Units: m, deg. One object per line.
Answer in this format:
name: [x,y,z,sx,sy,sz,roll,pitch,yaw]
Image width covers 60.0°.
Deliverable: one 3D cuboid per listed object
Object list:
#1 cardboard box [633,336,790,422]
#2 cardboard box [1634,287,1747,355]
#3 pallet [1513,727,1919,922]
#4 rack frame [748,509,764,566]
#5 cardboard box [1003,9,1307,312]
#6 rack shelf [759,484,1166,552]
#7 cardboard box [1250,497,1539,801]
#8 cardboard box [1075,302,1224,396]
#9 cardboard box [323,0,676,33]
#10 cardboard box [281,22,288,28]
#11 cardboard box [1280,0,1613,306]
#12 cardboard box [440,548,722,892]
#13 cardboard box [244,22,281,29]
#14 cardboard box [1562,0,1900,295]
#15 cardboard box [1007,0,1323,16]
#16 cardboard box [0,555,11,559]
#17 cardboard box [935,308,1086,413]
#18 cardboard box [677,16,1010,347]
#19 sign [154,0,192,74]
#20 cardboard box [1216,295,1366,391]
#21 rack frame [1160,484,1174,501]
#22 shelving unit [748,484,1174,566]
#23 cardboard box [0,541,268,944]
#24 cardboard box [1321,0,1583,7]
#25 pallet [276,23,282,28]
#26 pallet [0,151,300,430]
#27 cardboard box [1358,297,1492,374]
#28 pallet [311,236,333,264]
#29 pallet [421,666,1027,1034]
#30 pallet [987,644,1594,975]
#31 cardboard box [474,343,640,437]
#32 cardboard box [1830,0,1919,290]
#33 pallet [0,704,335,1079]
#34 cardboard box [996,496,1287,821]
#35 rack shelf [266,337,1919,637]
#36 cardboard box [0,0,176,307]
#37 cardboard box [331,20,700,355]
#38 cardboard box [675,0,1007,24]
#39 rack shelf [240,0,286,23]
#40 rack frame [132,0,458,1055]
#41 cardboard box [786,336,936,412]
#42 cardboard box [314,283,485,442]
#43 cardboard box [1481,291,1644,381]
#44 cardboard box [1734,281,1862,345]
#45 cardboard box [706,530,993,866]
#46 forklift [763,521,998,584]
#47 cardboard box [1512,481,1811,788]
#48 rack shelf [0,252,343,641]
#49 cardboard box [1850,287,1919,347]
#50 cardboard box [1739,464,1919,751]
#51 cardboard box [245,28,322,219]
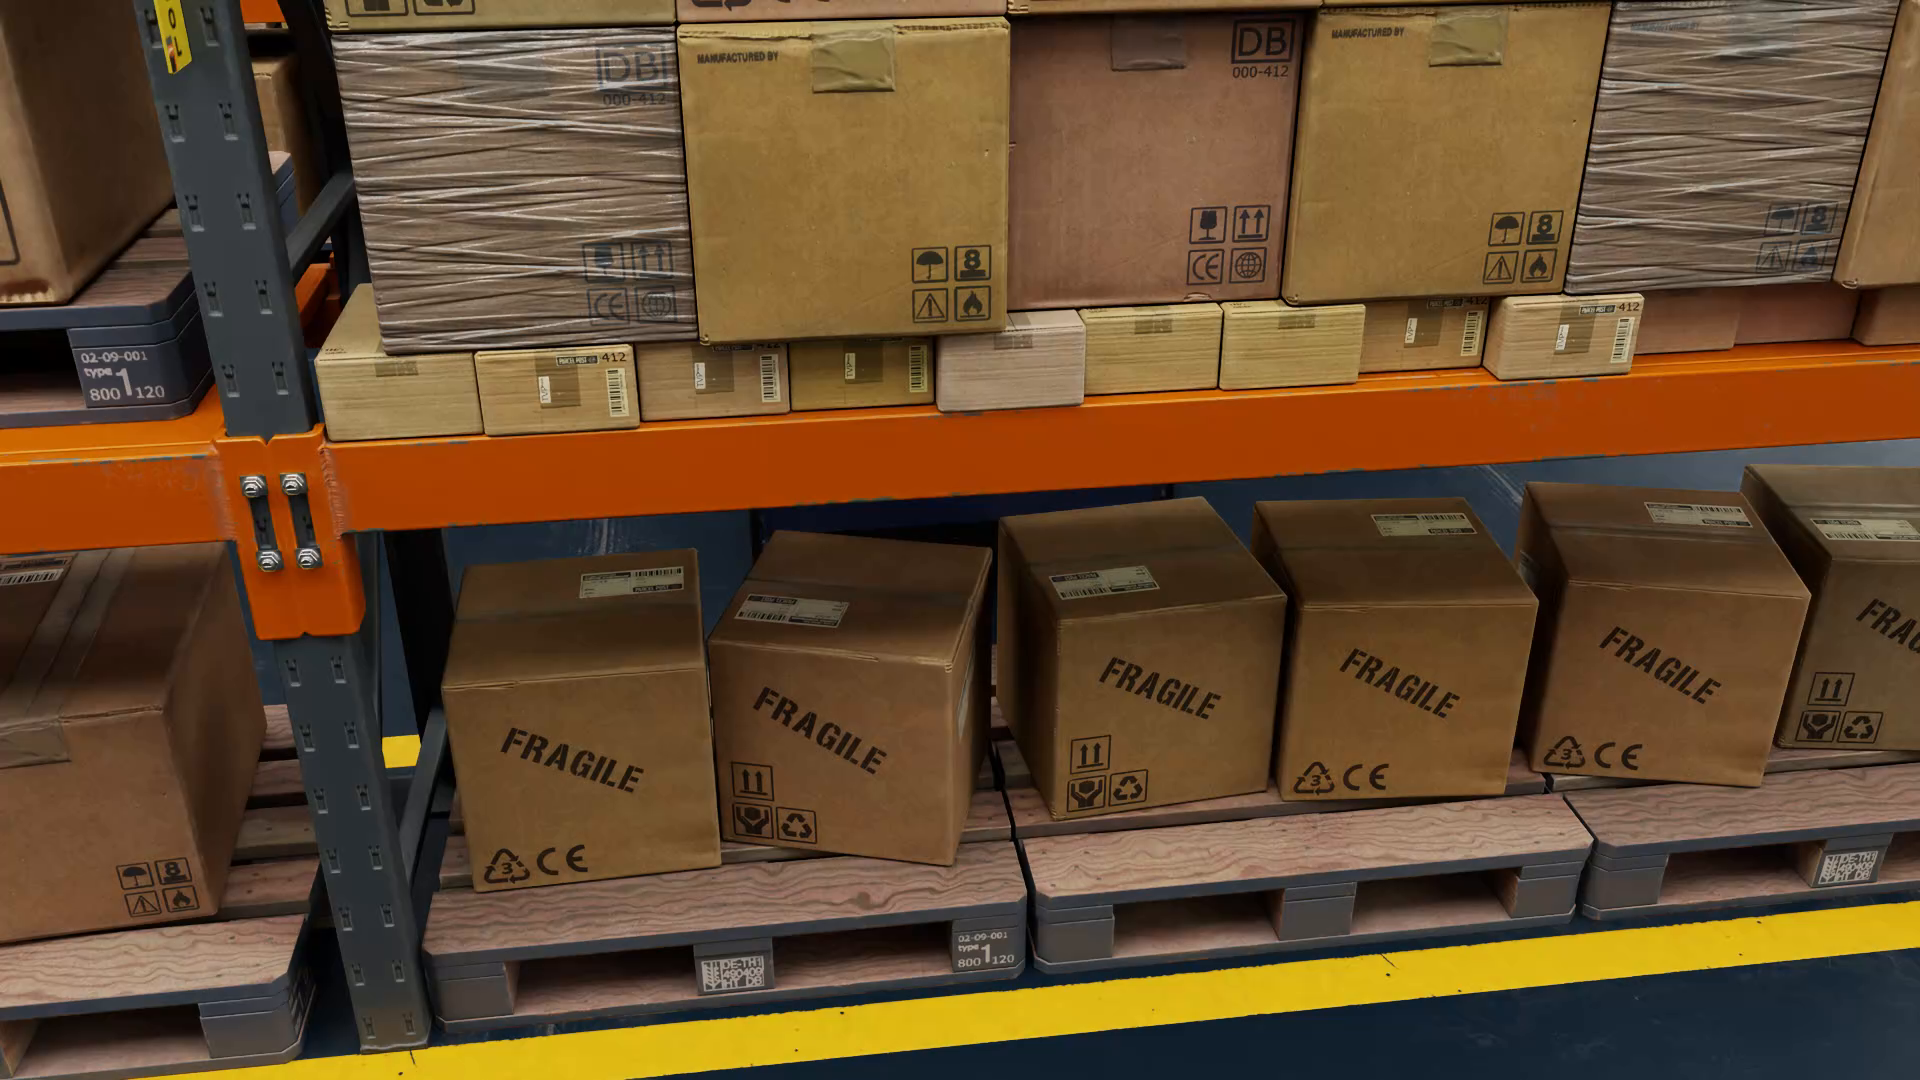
cardboard box: [-0.437,-0.354,2.930,0.250,0.149,0.380,-4,27,-7]
cardboard box: [1.287,-0.494,3.203,0.250,0.149,0.380,-4,27,-7]
pallet: [1.891,0.477,4.090,1.213,0.211,1.003,-4,27,-7]
rack frame: [-0.525,-0.287,4.146,0.032,1.500,0.500,-4,29,-7]
cardboard box: [0.250,-0.821,3.128,0.500,0.500,0.875,-4,27,-7]
rack shelf: [-0.023,-0.163,4.297,1.000,0.185,0.538,-4,29,-7]
cardboard box: [0.945,0.238,3.779,0.500,0.500,0.500,-1,27,-2]
cardboard box: [0.304,-0.407,3.032,0.250,0.149,0.380,-4,27,-7]
cardboard box: [-0.704,-1.085,2.549,0.500,0.500,0.500,-4,27,-7]
cardboard box: [-4.485,-3.921,12.024,0.625,0.372,0.950,-3,27,-5]
cardboard box: [0.751,-0.834,3.154,0.500,0.500,0.875,-4,27,-7]
cardboard box: [-0.784,0.368,3.525,0.500,0.500,0.500,-4,28,-9]
cardboard box: [-5.236,-3.875,11.935,0.625,0.372,0.950,-4,27,-8]
cardboard box: [1.248,-0.860,3.206,0.500,0.500,0.875,-4,27,-7]
cardboard box: [0.286,-1.149,2.674,0.500,0.500,0.500,-4,27,-7]
cardboard box: [-2.271,0.418,3.407,0.500,0.500,0.700,-4,27,-7]
cardboard box: [0.062,-0.372,2.964,0.250,0.149,0.380,-4,27,-7]
cardboard box: [-0.231,-0.743,2.978,0.500,0.500,0.875,-4,27,-7]
sign: [-1.104,-0.814,2.283,0.005,0.325,0.100,-4,27,-7]
cardboard box: [0.553,-0.417,3.053,0.250,0.149,0.380,-4,27,-7]
rack frame: [0.481,-0.353,4.273,0.032,1.500,0.500,-4,29,-7]
shelving unit: [-0.022,-0.320,4.210,1.048,1.500,0.538,-4,29,-7]
cardboard box: [-1.796,0.396,3.449,0.500,0.500,0.700,-6,28,-11]
cardboard box: [0.779,-1.186,2.745,0.500,0.500,0.500,-4,27,-7]
pallet: [-4.547,-3.660,12.152,1.213,0.211,1.003,-4,27,-7]
pallet: [-1.962,-0.482,3.113,1.213,0.211,1.003,-4,27,-7]
cardboard box: [0.794,-0.454,3.124,0.250,0.149,0.380,-4,27,-7]
pallet: [-2.530,-1.475,7.893,1.213,0.211,1.003,-4,27,-7]
pallet: [-0.525,0.632,3.787,1.213,0.211,1.003,-4,27,-7]
pallet: [0.686,0.553,3.941,1.213,0.211,1.003,-4,27,-7]
cardboard box: [-0.681,-0.326,2.875,0.250,0.149,0.380,-4,27,-7]
cardboard box: [1.749,-0.873,3.230,0.500,0.500,0.875,-4,27,-7]
pallet: [-1.956,0.741,3.575,1.213,0.211,1.003,-4,27,-7]
cardboard box: [0.386,0.253,3.749,0.500,0.500,0.500,-6,28,-12]
rack shelf: [0.795,-0.357,3.448,4.000,0.370,1.077,-4,27,-7]
cardboard box: [-1.991,-1.016,2.828,1.000,1.000,1.000,-3,27,-7]
cardboard box: [-0.731,-0.727,2.947,0.500,0.500,0.875,-4,27,-7]
cardboard box: [-0.209,-1.118,2.612,0.500,0.500,0.500,-4,27,-7]
rack shelf: [-3.757,-2.351,7.335,4.000,0.370,1.077,-4,27,-7]
rack frame: [-1.185,-0.550,3.036,0.127,3.000,1.000,-4,27,-7]
cardboard box: [-0.191,-0.375,2.969,0.250,0.149,0.380,-4,27,-7]
cardboard box: [-0.930,-0.316,2.855,0.250,0.149,0.380,-4,27,-7]
cardboard box: [1.052,-0.438,3.094,0.250,0.149,0.380,-4,27,-7]
cardboard box: [1.531,-0.520,3.253,0.250,0.149,0.380,-4,27,-7]
cardboard box: [-0.217,0.328,3.603,0.500,0.500,0.500,5,28,9]
forklift: [0.391,-1.804,5.555,1.130,2.935,3.031,10,29,19]
cardboard box: [1.568,0.207,3.840,0.500,0.500,0.500,3,27,6]
rack shelf: [-3.166,-0.103,2.952,4.000,0.370,1.077,-4,27,-7]
cardboard box: [1.785,-0.517,3.248,0.250,0.149,0.380,-4,27,-7]
cardboard box: [2.155,0.153,3.944,0.500,0.500,0.500,1,27,2]
cardboard box: [-3.334,-1.845,7.564,0.750,0.750,1.050,-4,27,-7]
